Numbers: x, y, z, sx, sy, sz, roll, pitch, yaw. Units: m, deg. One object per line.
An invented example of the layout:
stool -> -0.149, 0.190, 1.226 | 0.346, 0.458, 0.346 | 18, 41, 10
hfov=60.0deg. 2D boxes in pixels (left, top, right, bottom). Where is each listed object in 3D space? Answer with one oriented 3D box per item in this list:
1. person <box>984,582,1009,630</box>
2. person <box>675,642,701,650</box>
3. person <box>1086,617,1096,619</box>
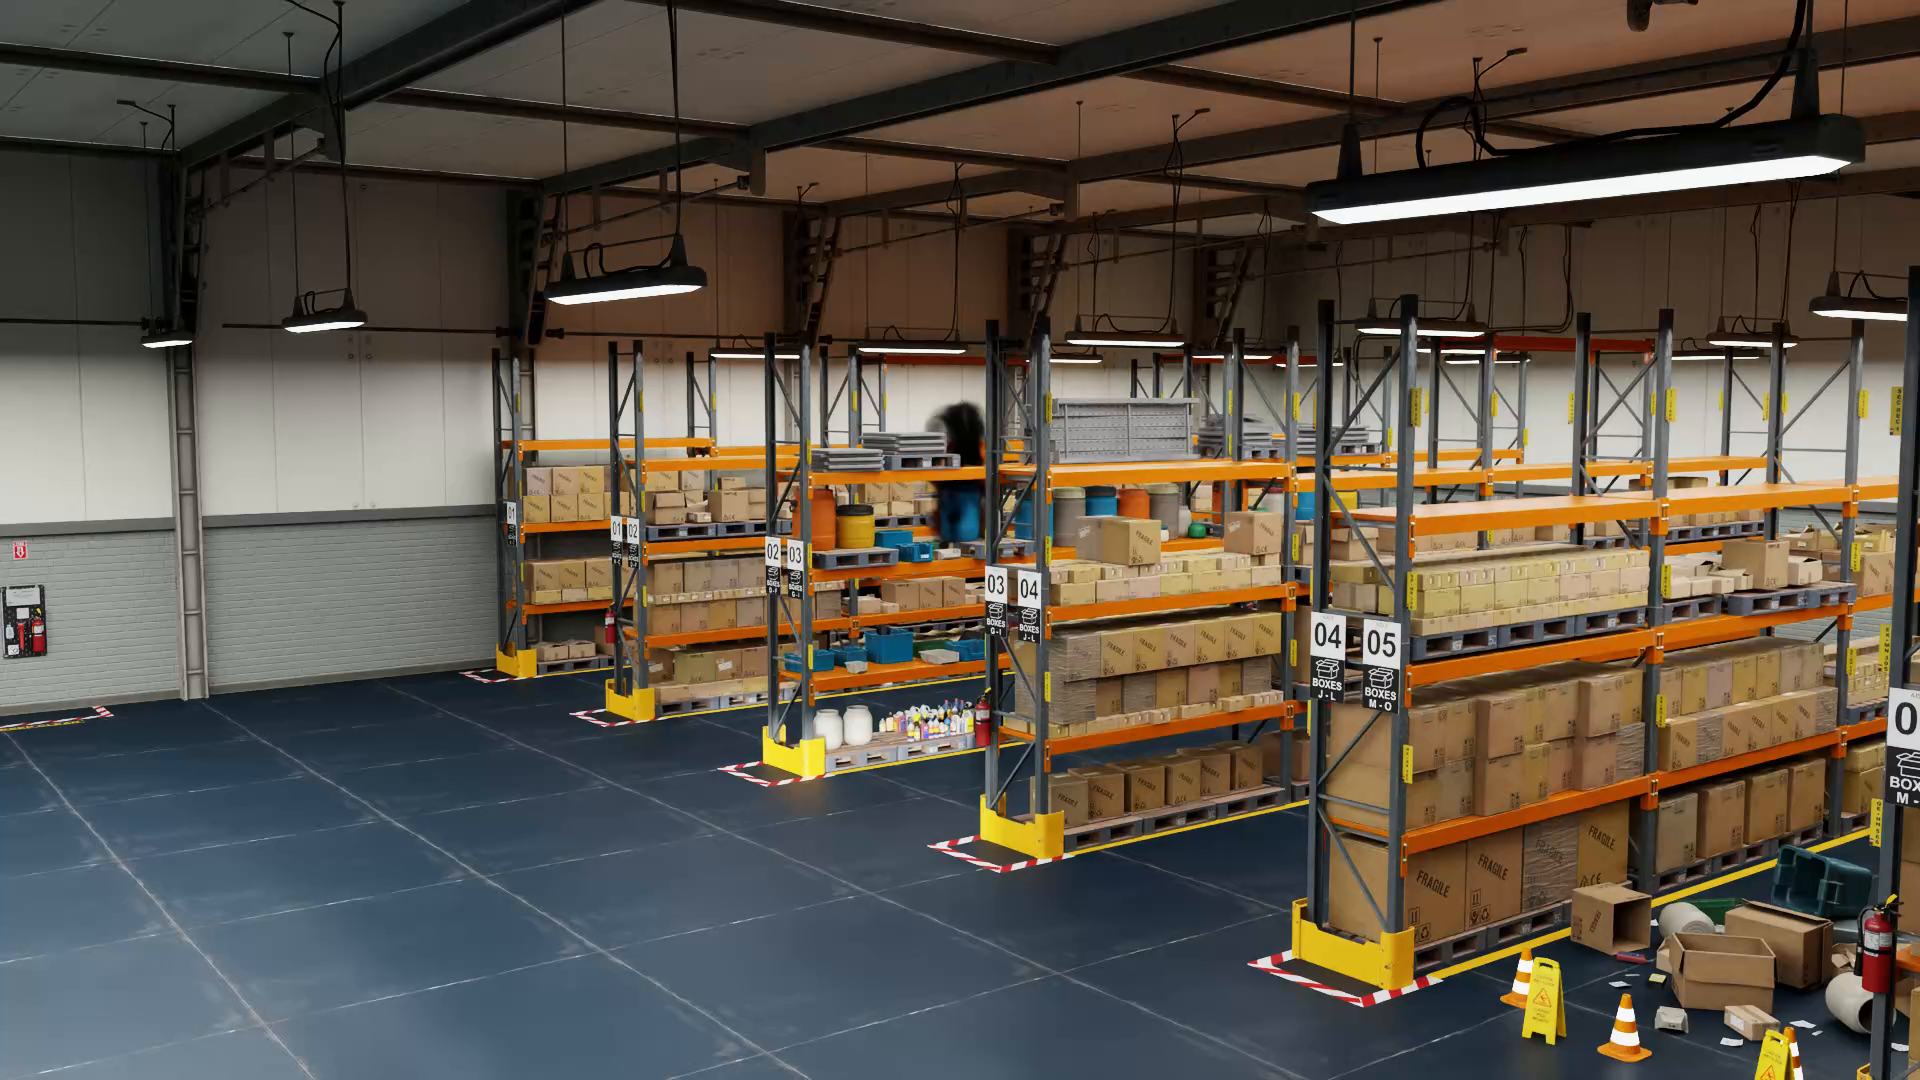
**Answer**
person -> 0.856, 1.254, 35.255 | 0.665, 1.660, 0.953 | 4, 6, 38
person -> -4.959, 1.584, 30.760 | 0.647, 1.817, 0.736 | 4, 6, 39
person -> 2.287, 1.794, 28.630 | 0.675, 1.718, 0.644 | 4, 6, 38
